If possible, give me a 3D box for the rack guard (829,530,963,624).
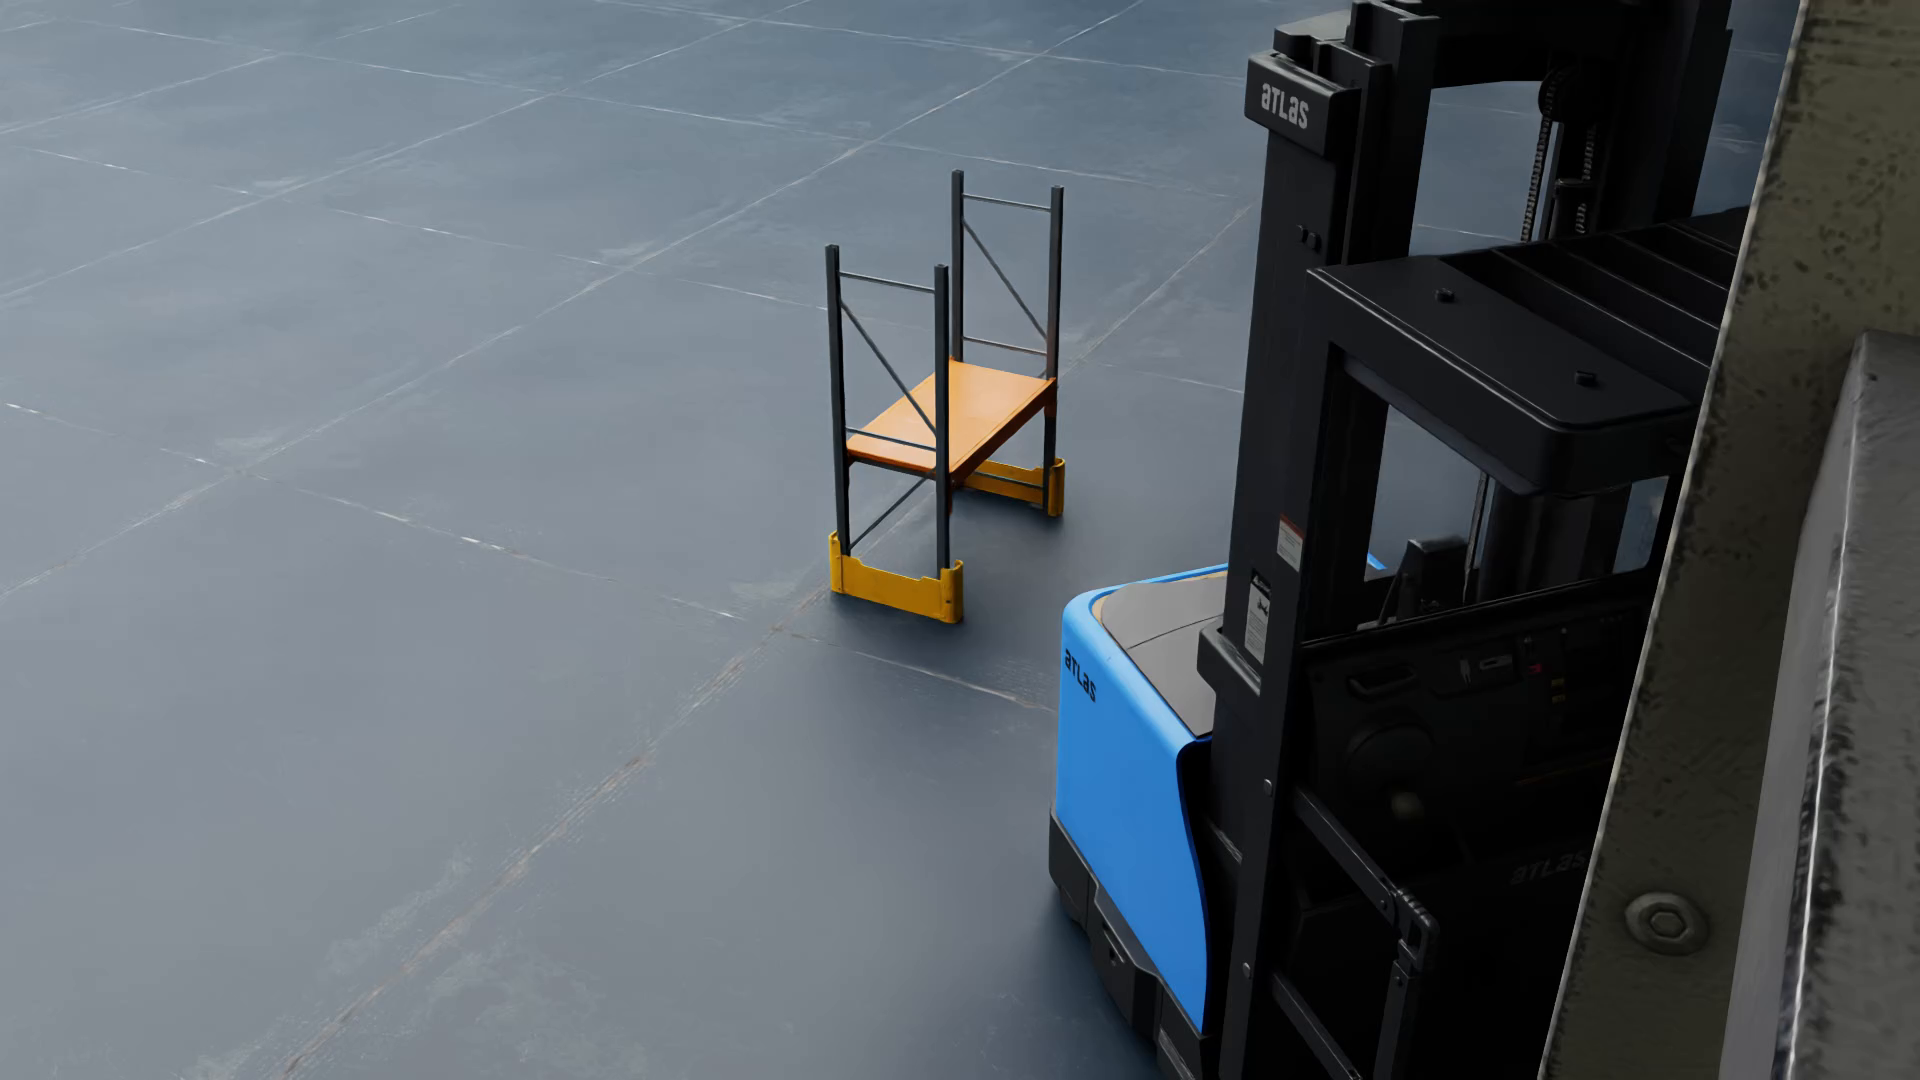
[{"bbox_3d":[-0.262,0.146,6.757,0.587,0.250,0.087,14,33,23],"label":"rack guard"}]

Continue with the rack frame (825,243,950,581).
[{"bbox_3d":[-0.270,-0.387,6.431,0.500,1.500,0.032,14,33,23],"label":"rack frame"}]

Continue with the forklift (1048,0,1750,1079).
[{"bbox_3d":[1.272,0.422,3.584,1.130,2.935,3.031,-11,32,-18],"label":"forklift"}]

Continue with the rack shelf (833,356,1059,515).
[{"bbox_3d":[-0.039,-0.457,6.913,0.538,0.185,1.000,14,33,23],"label":"rack shelf"}]

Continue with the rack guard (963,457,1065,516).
[{"bbox_3d":[0.192,-0.295,7.526,0.587,0.250,0.087,14,33,23],"label":"rack guard"}]

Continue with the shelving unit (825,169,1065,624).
[{"bbox_3d":[-0.035,-0.617,6.831,0.587,1.500,1.083,14,33,23],"label":"shelving unit"}]

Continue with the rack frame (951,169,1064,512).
[{"bbox_3d":[0.193,-0.838,7.216,0.500,1.500,0.032,14,33,23],"label":"rack frame"}]
